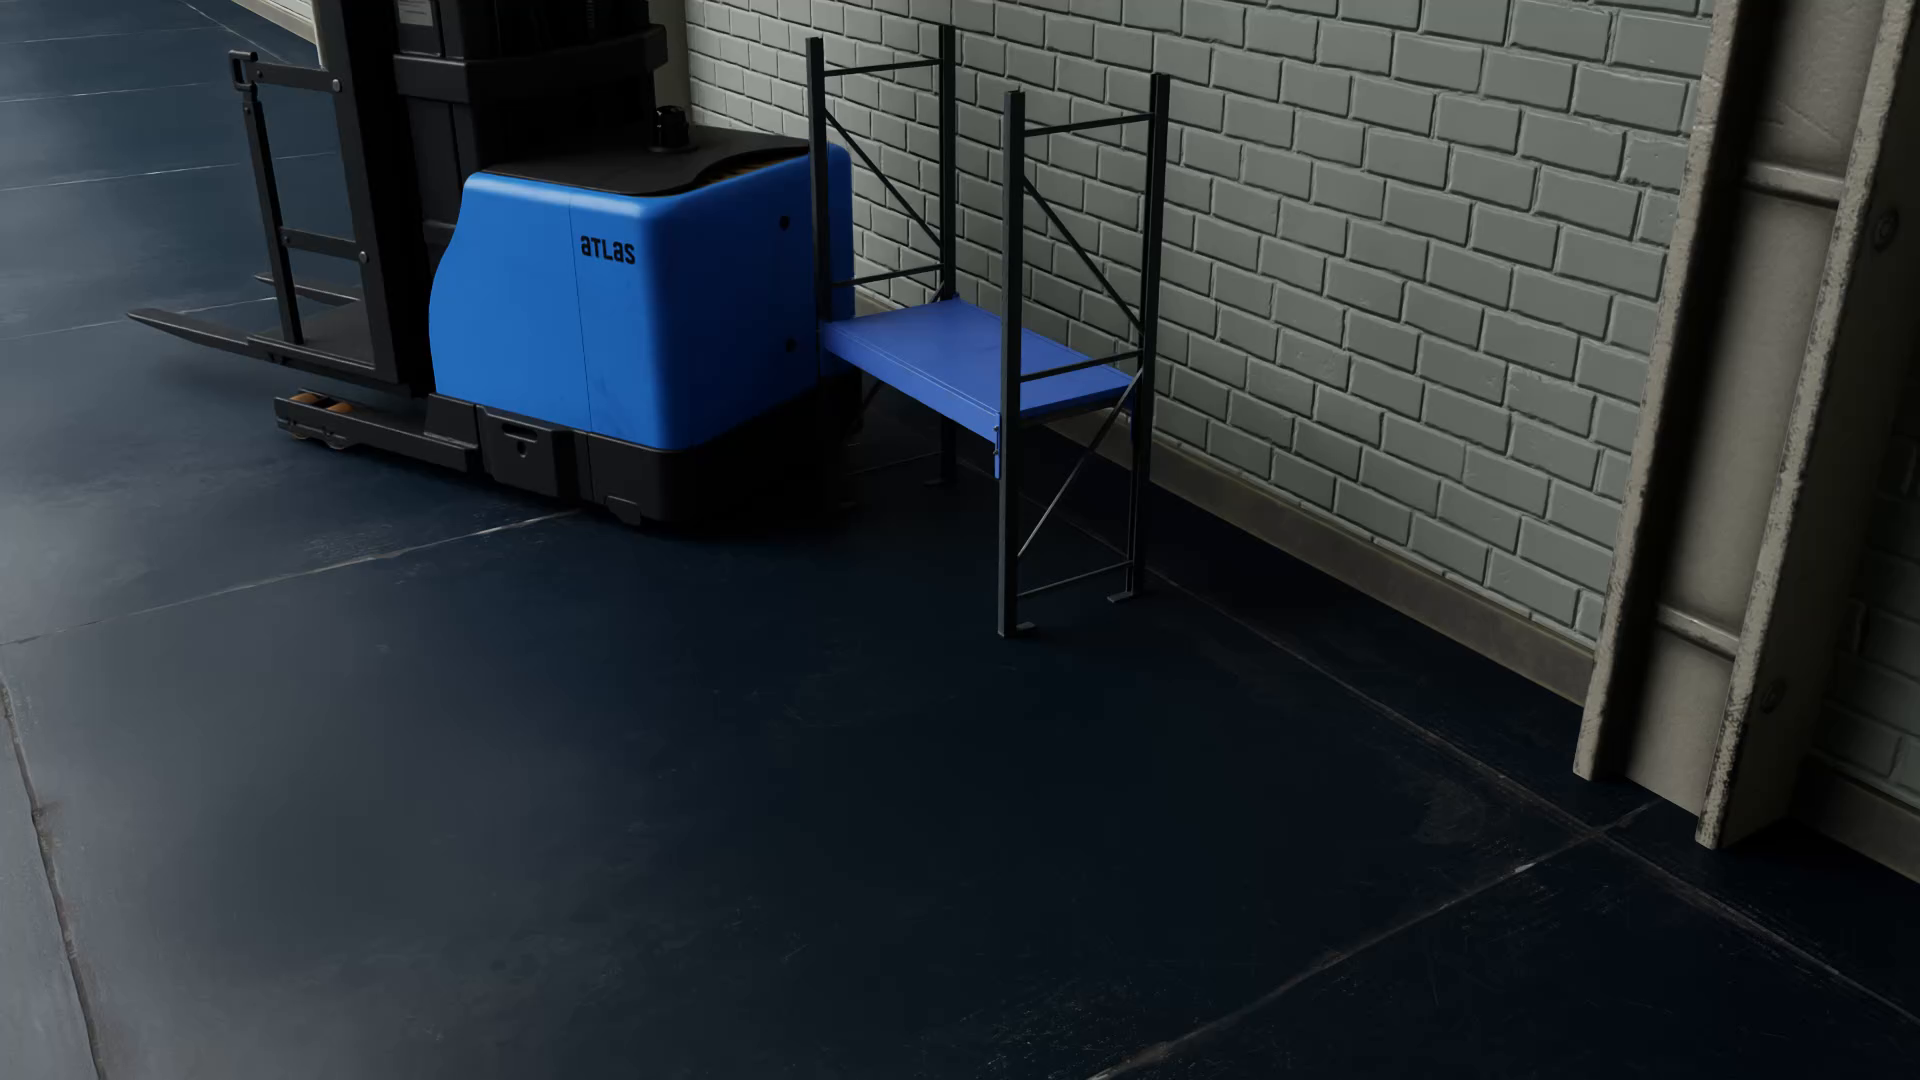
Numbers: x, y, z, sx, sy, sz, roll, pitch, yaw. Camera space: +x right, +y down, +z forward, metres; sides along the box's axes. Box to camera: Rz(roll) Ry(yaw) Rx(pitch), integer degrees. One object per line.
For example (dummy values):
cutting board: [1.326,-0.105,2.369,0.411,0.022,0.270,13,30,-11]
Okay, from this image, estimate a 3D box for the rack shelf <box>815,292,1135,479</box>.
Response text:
rack shelf: [0.047,-0.485,4.942,0.538,0.185,1.000,-16,29,-30]

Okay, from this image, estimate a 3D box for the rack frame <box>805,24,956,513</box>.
rack frame: [-0.231,-0.830,5.250,0.500,1.500,0.032,-16,29,-30]

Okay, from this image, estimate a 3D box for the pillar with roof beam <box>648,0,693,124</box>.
pillar with roof beam: [-5.155,-4.614,4.483,9.100,9.000,0.400,-16,29,-30]

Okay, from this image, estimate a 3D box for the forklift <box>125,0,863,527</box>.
forklift: [-1.874,-1.821,5.675,3.031,2.935,1.130,14,29,28]

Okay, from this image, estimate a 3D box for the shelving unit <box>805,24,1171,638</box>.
shelving unit: [0.047,-0.648,4.865,0.538,1.500,1.048,-16,29,-30]

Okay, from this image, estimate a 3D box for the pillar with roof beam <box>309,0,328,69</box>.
pillar with roof beam: [-8.430,-6.760,9.029,9.100,9.000,0.400,-16,29,-30]

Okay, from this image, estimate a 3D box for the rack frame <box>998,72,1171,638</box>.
rack frame: [0.324,-0.466,4.480,0.500,1.500,0.032,-16,29,-30]
